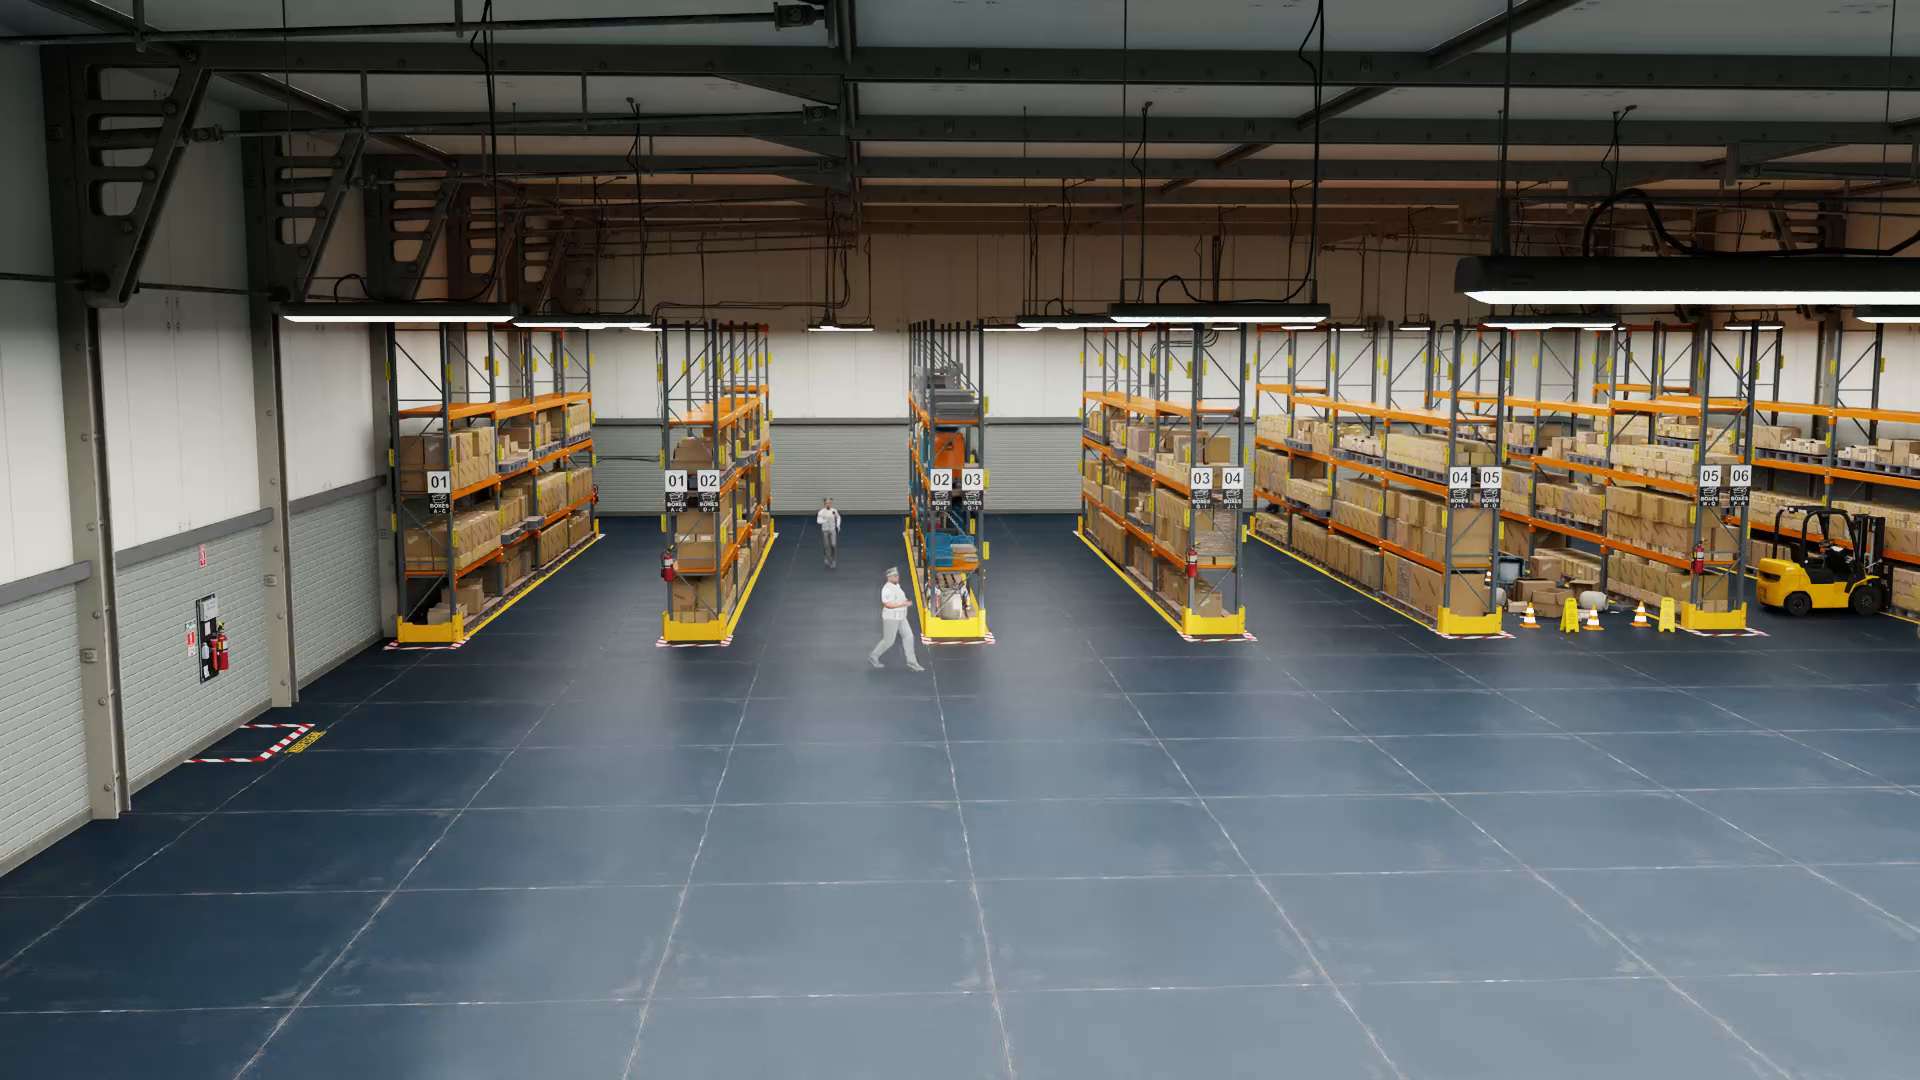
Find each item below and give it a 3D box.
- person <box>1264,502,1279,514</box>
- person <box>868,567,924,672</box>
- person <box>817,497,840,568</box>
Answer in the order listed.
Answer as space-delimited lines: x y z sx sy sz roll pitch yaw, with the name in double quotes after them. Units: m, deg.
9.306 -1.099 49.215 0.596 1.516 0.658 3 8 24 "person"
-1.094 1.345 28.366 0.977 1.793 0.669 3 8 25 "person"
-3.236 -0.187 41.080 0.582 1.753 0.757 -1 7 -8 "person"
